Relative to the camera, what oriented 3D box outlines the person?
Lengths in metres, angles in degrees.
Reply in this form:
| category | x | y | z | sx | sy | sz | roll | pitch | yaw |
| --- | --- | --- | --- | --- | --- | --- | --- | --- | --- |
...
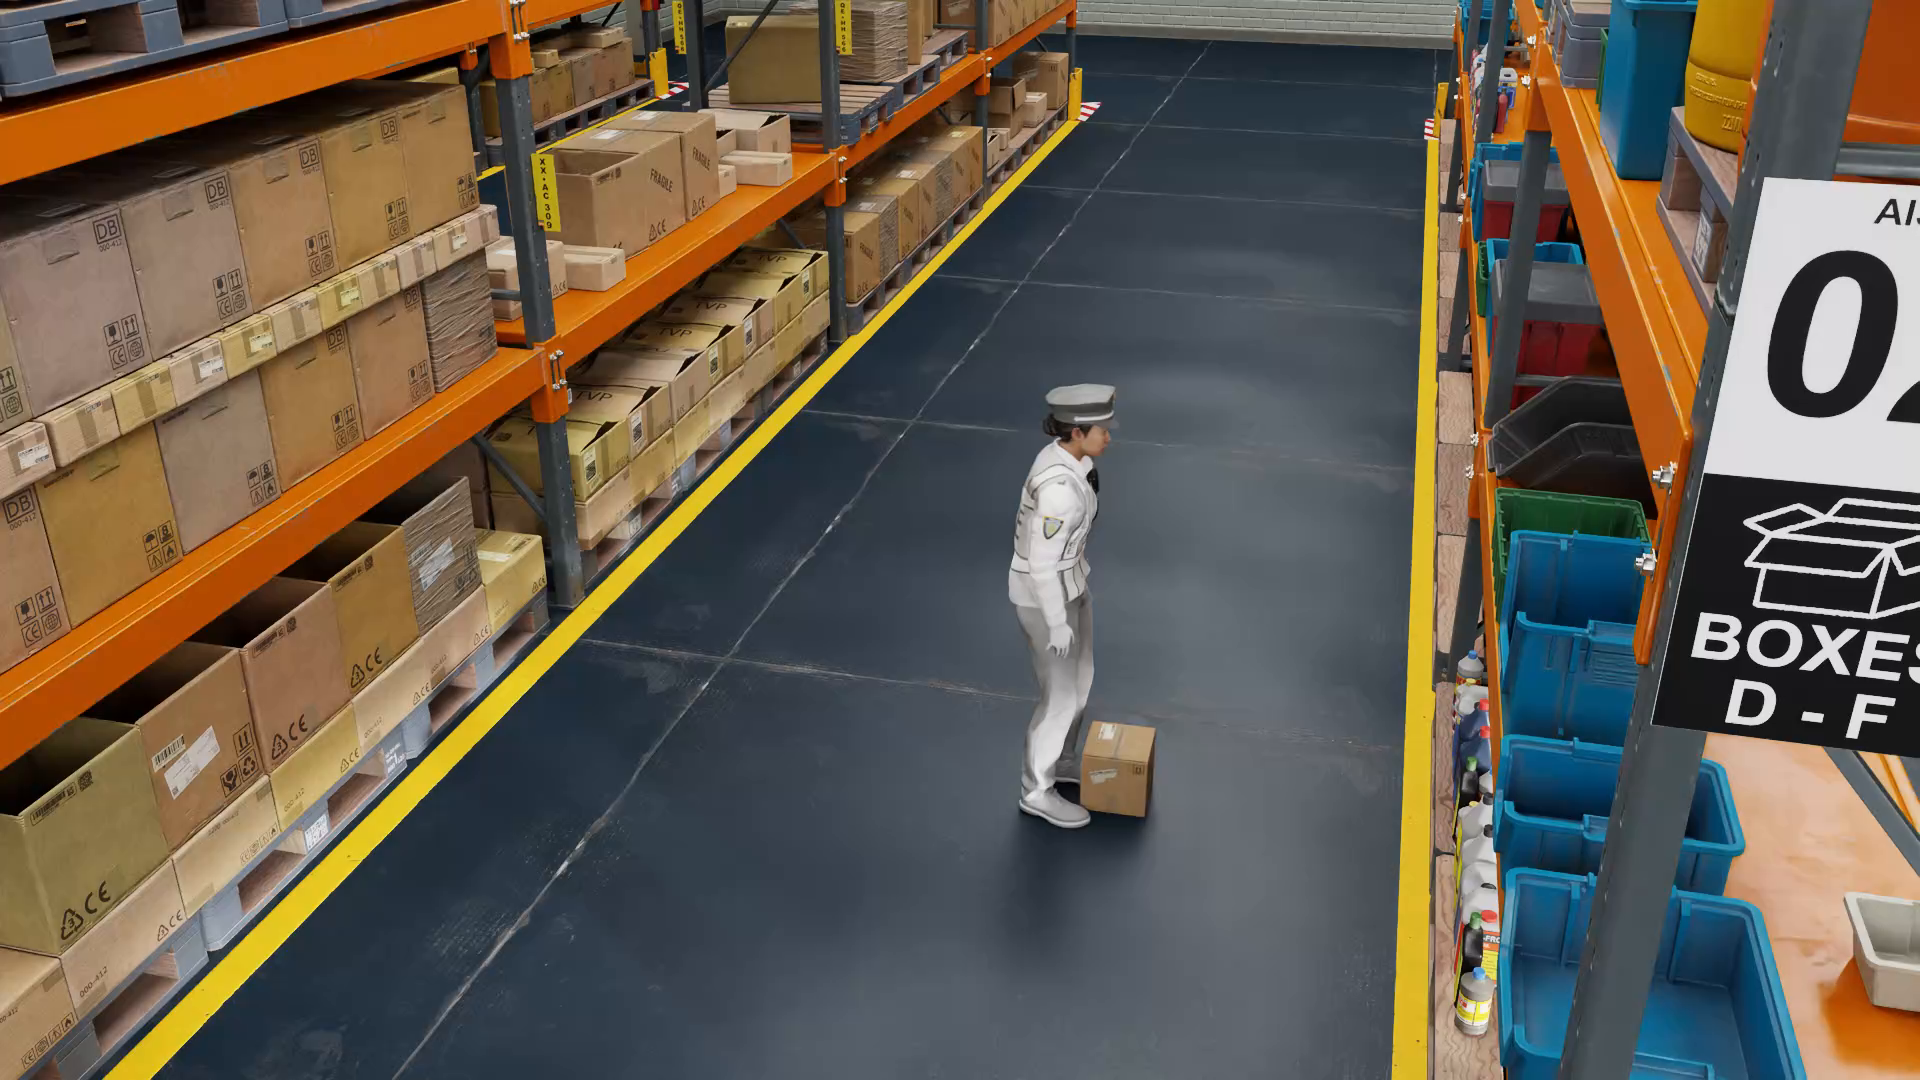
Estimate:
| category | x | y | z | sx | sy | sz | roll | pitch | yaw |
| --- | --- | --- | --- | --- | --- | --- | --- | --- | --- |
| person | 0.391 | 0.222 | 6.141 | 0.413 | 1.663 | 0.523 | 5 | 26 | 11 |
